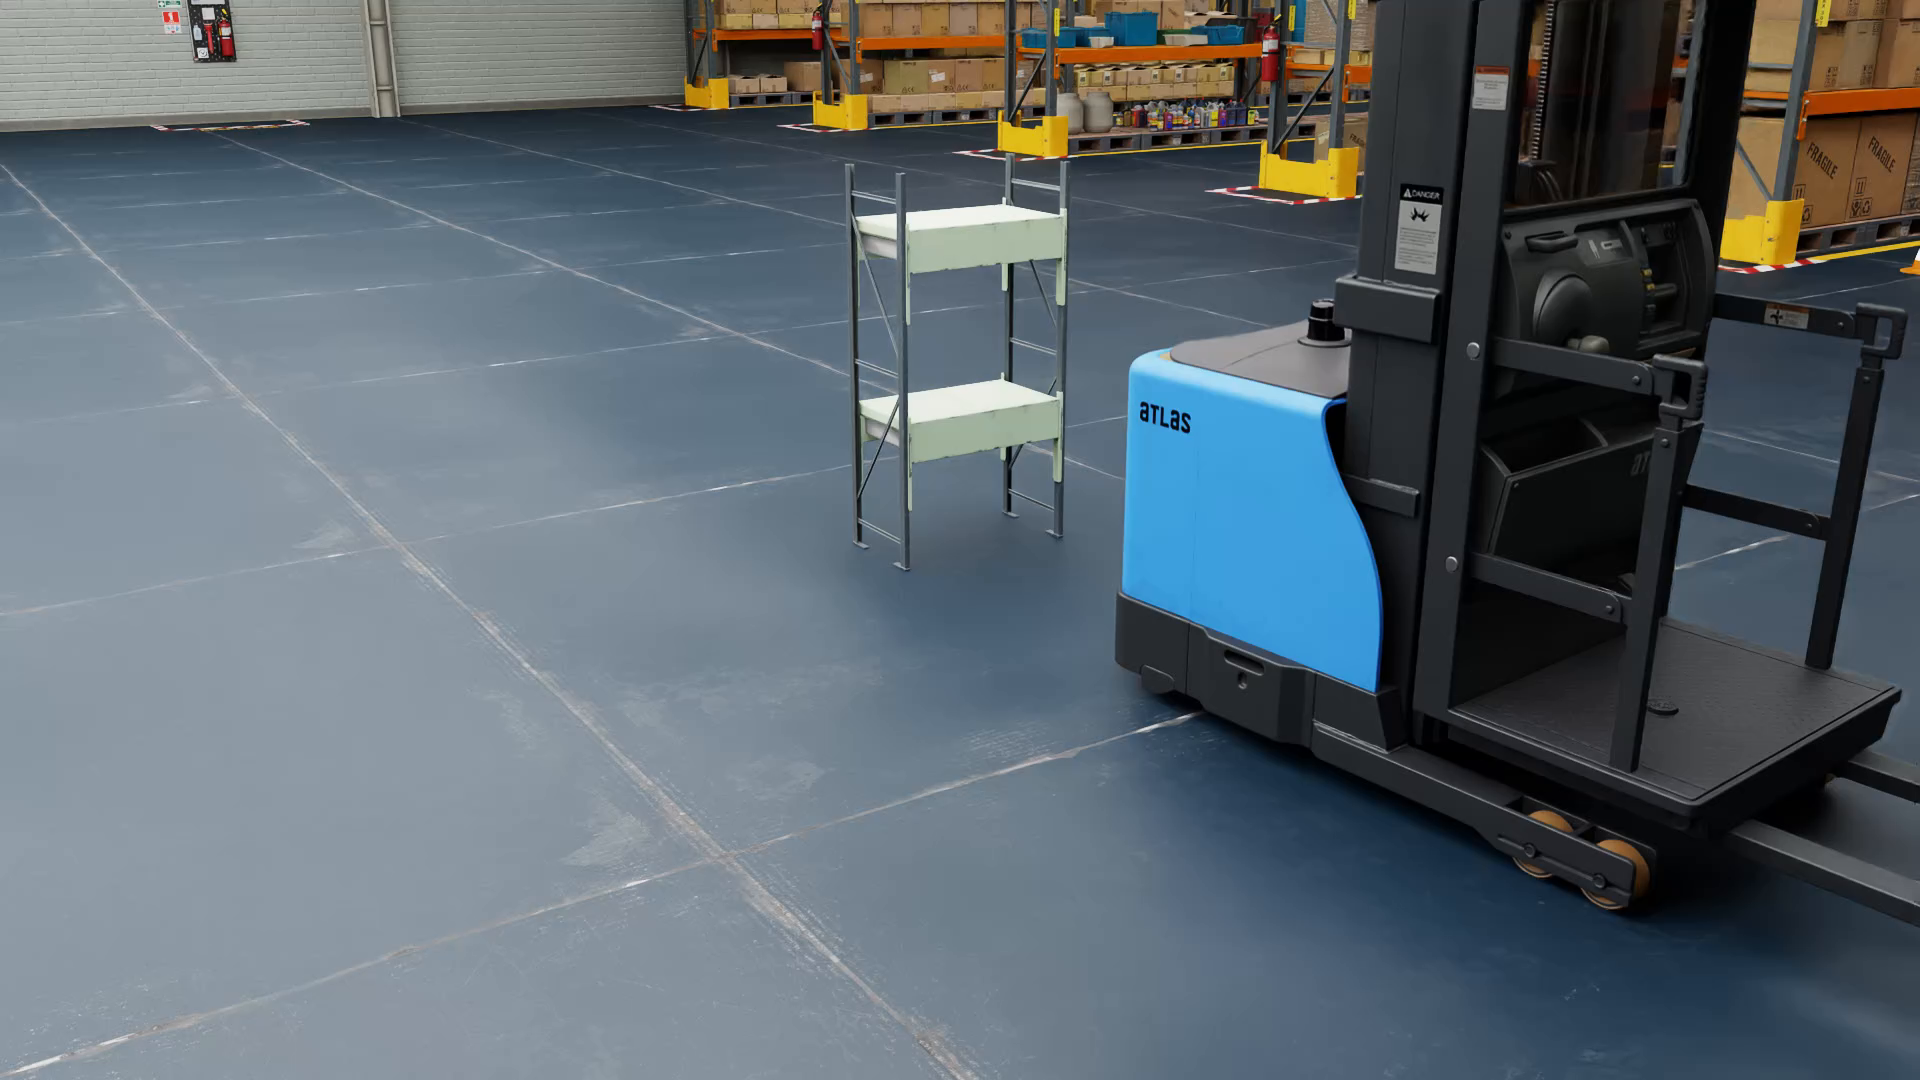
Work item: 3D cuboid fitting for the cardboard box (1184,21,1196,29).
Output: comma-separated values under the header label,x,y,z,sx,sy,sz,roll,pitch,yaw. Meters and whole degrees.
label,x,y,z,sx,sy,sz,roll,pitch,yaw
cardboard box,3.830,-8.823,28.551,0.250,0.149,0.380,-10,21,-27

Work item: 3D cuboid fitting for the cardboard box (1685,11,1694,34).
label,x,y,z,sx,sy,sz,roll,pitch,yaw
cardboard box,9.065,-6.300,20.252,0.258,0.266,0.396,-13,22,-33

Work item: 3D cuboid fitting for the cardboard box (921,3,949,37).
label,x,y,z,sx,sy,sz,roll,pitch,yaw
cardboard box,-0.567,-8.078,25.800,0.500,0.500,0.700,-12,22,-31

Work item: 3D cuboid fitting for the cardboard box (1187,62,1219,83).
label,x,y,z,sx,sy,sz,roll,pitch,yaw
cardboard box,4.131,-8.092,28.759,0.500,0.311,0.500,-12,22,-32

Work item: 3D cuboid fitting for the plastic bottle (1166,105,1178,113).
label,x,y,z,sx,sy,sz,roll,pitch,yaw
plastic bottle,2.932,-5.895,23.064,0.135,0.276,0.152,-12,22,-31

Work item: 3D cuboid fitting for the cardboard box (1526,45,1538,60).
label,x,y,z,sx,sy,sz,roll,pitch,yaw
cardboard box,6.347,-5.448,18.568,0.250,0.149,0.380,-12,22,-31

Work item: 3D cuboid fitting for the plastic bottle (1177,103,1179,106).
label,x,y,z,sx,sy,sz,roll,pitch,yaw
plastic bottle,3.023,-5.991,23.336,0.133,0.283,0.061,-11,21,-29

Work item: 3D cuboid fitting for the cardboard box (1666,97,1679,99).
label,x,y,z,sx,sy,sz,roll,pitch,yaw
cardboard box,9.304,-5.331,21.046,0.500,0.500,0.700,-14,23,-36

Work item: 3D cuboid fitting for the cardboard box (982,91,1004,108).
label,x,y,z,sx,sy,sz,roll,pitch,yaw
cardboard box,0.424,-7.056,26.569,0.500,0.250,0.500,-12,22,-31

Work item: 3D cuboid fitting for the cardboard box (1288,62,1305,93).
label,x,y,z,sx,sy,sz,roll,pitch,yaw
cardboard box,5.835,-8.303,29.838,0.500,0.500,0.500,-13,23,-33

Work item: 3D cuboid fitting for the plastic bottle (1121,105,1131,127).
label,x,y,z,sx,sy,sz,roll,pitch,yaw
plastic bottle,2.284,-5.835,22.874,0.133,0.283,0.061,-11,22,-30

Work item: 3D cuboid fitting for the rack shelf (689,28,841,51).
label,x,y,z,sx,sy,sz,roll,pitch,yaw
rack shelf,-2.875,-9.108,30.126,4.000,0.370,1.077,-12,22,-31

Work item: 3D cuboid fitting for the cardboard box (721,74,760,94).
label,x,y,z,sx,sy,sz,roll,pitch,yaw
cardboard box,-3.918,-8.129,29.618,0.500,0.311,0.500,-15,24,-37

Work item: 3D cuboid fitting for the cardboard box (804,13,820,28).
label,x,y,z,sx,sy,sz,roll,pitch,yaw
cardboard box,-2.685,-9.308,29.797,0.500,0.250,0.500,-12,22,-31

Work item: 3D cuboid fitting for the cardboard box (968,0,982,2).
label,x,y,z,sx,sy,sz,roll,pitch,yaw
cardboard box,0.132,-8.456,25.903,0.250,0.149,0.380,-11,22,-30

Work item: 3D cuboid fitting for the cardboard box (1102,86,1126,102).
label,x,y,z,sx,sy,sz,roll,pitch,yaw
cardboard box,2.424,-7.468,27.788,0.500,0.250,0.500,-11,22,-30

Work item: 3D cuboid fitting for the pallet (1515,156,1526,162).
label,x,y,z,sx,sy,sz,roll,pitch,yaw
pallet,6.427,-4.378,19.365,1.213,0.211,1.003,-12,22,-31

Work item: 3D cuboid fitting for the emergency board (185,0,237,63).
label,x,y,z,sx,sy,sz,roll,pitch,yaw
emergency board,-11.532,-7.970,25.635,0.643,1.169,0.194,-12,22,-31

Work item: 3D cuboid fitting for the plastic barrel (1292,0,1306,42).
label,x,y,z,sx,sy,sz,roll,pitch,yaw
plastic barrel,4.734,-7.376,23.096,0.708,0.901,0.600,-12,22,-31

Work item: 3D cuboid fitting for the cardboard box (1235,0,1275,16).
label,x,y,z,sx,sy,sz,roll,pitch,yaw
cardboard box,5.328,-9.569,29.554,0.700,0.500,0.500,14,23,35

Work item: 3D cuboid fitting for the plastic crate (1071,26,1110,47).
label,x,y,z,sx,sy,sz,roll,pitch,yaw
plastic crate,1.703,-6.657,21.986,0.408,0.251,0.499,-12,22,-31

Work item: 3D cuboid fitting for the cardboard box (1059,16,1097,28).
label,x,y,z,sx,sy,sz,roll,pitch,yaw
cardboard box,1.910,-8.504,27.451,0.500,0.250,0.500,-10,21,-28

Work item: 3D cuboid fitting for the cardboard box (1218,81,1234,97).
label,x,y,z,sx,sy,sz,roll,pitch,yaw
cardboard box,4.559,-7.920,29.126,0.500,0.250,0.500,-11,22,-30

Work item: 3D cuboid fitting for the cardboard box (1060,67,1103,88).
label,x,y,z,sx,sy,sz,roll,pitch,yaw
cardboard box,2.005,-7.645,27.437,0.500,0.311,0.500,-12,22,-31

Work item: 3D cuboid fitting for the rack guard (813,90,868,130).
label,x,y,z,sx,sy,sz,roll,pitch,yaw
rack guard,-1.838,-6.584,25.439,0.348,0.500,1.175,-12,22,-31

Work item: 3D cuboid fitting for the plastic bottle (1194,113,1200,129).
label,x,y,z,sx,sy,sz,roll,pitch,yaw
plastic bottle,3.213,-5.697,22.596,0.097,0.201,0.097,0,19,0

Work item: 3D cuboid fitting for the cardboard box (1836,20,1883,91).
label,x,y,z,sx,sy,sz,roll,pitch,yaw
cardboard box,7.003,-4.029,13.744,0.550,0.550,0.875,-12,22,-31

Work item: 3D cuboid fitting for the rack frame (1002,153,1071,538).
label,x,y,z,sx,sy,sz,roll,pitch,yaw
rack frame,0.300,-0.774,6.692,0.023,1.500,0.400,-12,22,-31

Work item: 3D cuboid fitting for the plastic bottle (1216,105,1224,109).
label,x,y,z,sx,sy,sz,roll,pitch,yaw
plastic bottle,3.602,-5.880,23.021,0.135,0.276,0.152,-12,22,-31

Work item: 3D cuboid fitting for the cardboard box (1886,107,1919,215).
label,x,y,z,sx,sy,sz,roll,pitch,yaw
cardboard box,8.297,-3.423,14.847,0.875,0.875,0.875,-12,22,-31

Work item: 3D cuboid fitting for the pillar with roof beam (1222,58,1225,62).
label,x,y,z,sx,sy,sz,roll,pitch,yaw
pillar with roof beam,7.954,-13.256,31.903,0.400,9.000,9.100,-12,22,-31

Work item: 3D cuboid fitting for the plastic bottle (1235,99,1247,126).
label,x,y,z,sx,sy,sz,roll,pitch,yaw
plastic bottle,3.865,-5.914,23.005,0.185,0.351,0.144,-13,22,-33

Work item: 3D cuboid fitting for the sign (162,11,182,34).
label,x,y,z,sx,sy,sz,roll,pitch,yaw
sign,-12.051,-7.917,25.422,0.234,0.329,0.001,-12,22,-31

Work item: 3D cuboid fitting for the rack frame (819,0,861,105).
label,x,y,z,sx,sy,sz,roll,pitch,yaw
rack frame,-1.818,-7.772,25.052,0.127,3.000,1.000,-12,22,-31

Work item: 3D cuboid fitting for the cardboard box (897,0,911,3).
label,x,y,z,sx,sy,sz,roll,pitch,yaw
cardboard box,-0.943,-8.229,25.234,0.250,0.149,0.380,-12,22,-31

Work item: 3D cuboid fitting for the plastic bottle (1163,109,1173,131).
label,x,y,z,sx,sy,sz,roll,pitch,yaw
plastic bottle,2.788,-5.639,22.297,0.133,0.283,0.061,-11,22,-31

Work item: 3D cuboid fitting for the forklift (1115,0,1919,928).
label,x,y,z,sx,sy,sz,roll,pitch,yaw
forklift,1.814,-0.665,4.136,1.130,2.935,3.031,-14,23,-36

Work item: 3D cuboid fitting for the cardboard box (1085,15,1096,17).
label,x,y,z,sx,sy,sz,roll,pitch,yaw
cardboard box,2.539,-10.392,33.162,0.250,0.149,0.380,-12,22,-32

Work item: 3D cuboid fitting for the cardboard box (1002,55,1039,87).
label,x,y,z,sx,sy,sz,roll,pitch,yaw
cardboard box,0.964,-7.731,27.395,0.500,0.500,0.500,-12,22,-31

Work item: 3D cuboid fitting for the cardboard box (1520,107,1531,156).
label,x,y,z,sx,sy,sz,roll,pitch,yaw
cardboard box,6.612,-4.782,19.452,0.500,0.500,0.500,-13,22,-33

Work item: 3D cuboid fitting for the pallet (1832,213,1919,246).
label,x,y,z,sx,sy,sz,roll,pitch,yaw
pallet,7.914,-2.832,14.792,1.213,0.211,1.003,-12,22,-31

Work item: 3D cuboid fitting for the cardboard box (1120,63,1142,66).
label,x,y,z,sx,sy,sz,roll,pitch,yaw
cardboard box,2.975,-8.055,28.650,0.500,0.311,0.500,-12,22,-32

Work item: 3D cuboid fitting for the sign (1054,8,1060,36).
label,x,y,z,sx,sy,sz,roll,pitch,yaw
sign,1.202,-6.430,20.649,0.005,0.325,0.100,-12,22,-31

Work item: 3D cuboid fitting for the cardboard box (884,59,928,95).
label,x,y,z,sx,sy,sz,roll,pitch,yaw
cardboard box,-0.831,-7.148,25.670,0.500,0.500,0.500,-12,22,-31

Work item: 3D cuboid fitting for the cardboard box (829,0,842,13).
label,x,y,z,sx,sy,sz,roll,pitch,yaw
cardboard box,-2.269,-9.754,29.944,0.500,0.500,0.500,-13,22,-33

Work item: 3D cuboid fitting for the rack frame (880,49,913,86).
label,x,y,z,sx,sy,sz,roll,pitch,yaw
rack frame,-1.204,-9.801,31.053,0.127,3.000,1.000,-12,22,-31

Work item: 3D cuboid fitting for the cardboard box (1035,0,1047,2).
label,x,y,z,sx,sy,sz,roll,pitch,yaw
cardboard box,1.206,-8.683,26.577,0.250,0.149,0.380,-12,22,-33

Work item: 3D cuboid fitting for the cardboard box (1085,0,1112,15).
label,x,y,z,sx,sy,sz,roll,pitch,yaw
cardboard box,2.683,-10.721,33.121,0.500,0.500,0.500,-11,22,-30

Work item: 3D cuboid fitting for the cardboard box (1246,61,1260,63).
label,x,y,z,sx,sy,sz,roll,pitch,yaw
cardboard box,5.516,-8.433,30.223,0.500,0.500,0.500,-11,22,-29

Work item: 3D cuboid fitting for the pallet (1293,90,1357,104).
label,x,y,z,sx,sy,sz,roll,pitch,yaw
pallet,6.526,-8.195,30.657,1.213,0.211,1.003,-12,22,-31

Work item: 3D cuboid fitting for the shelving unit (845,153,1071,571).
label,x,y,z,sx,sy,sz,roll,pitch,yaw
shelving unit,-0.006,-0.709,6.501,0.755,1.500,0.431,-12,22,-31

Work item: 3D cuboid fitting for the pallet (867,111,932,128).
label,x,y,z,sx,sy,sz,roll,pitch,yaw
pallet,-1.202,-6.597,25.930,1.213,0.211,1.003,-12,22,-31

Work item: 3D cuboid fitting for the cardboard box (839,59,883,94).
label,x,y,z,sx,sy,sz,roll,pitch,yaw
cardboard box,-1.533,-7.198,25.819,0.500,0.500,0.500,-12,22,-31

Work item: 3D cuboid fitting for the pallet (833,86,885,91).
label,x,y,z,sx,sy,sz,roll,pitch,yaw
pallet,-1.746,-8.353,31.122,1.213,0.211,1.003,-12,22,-31
